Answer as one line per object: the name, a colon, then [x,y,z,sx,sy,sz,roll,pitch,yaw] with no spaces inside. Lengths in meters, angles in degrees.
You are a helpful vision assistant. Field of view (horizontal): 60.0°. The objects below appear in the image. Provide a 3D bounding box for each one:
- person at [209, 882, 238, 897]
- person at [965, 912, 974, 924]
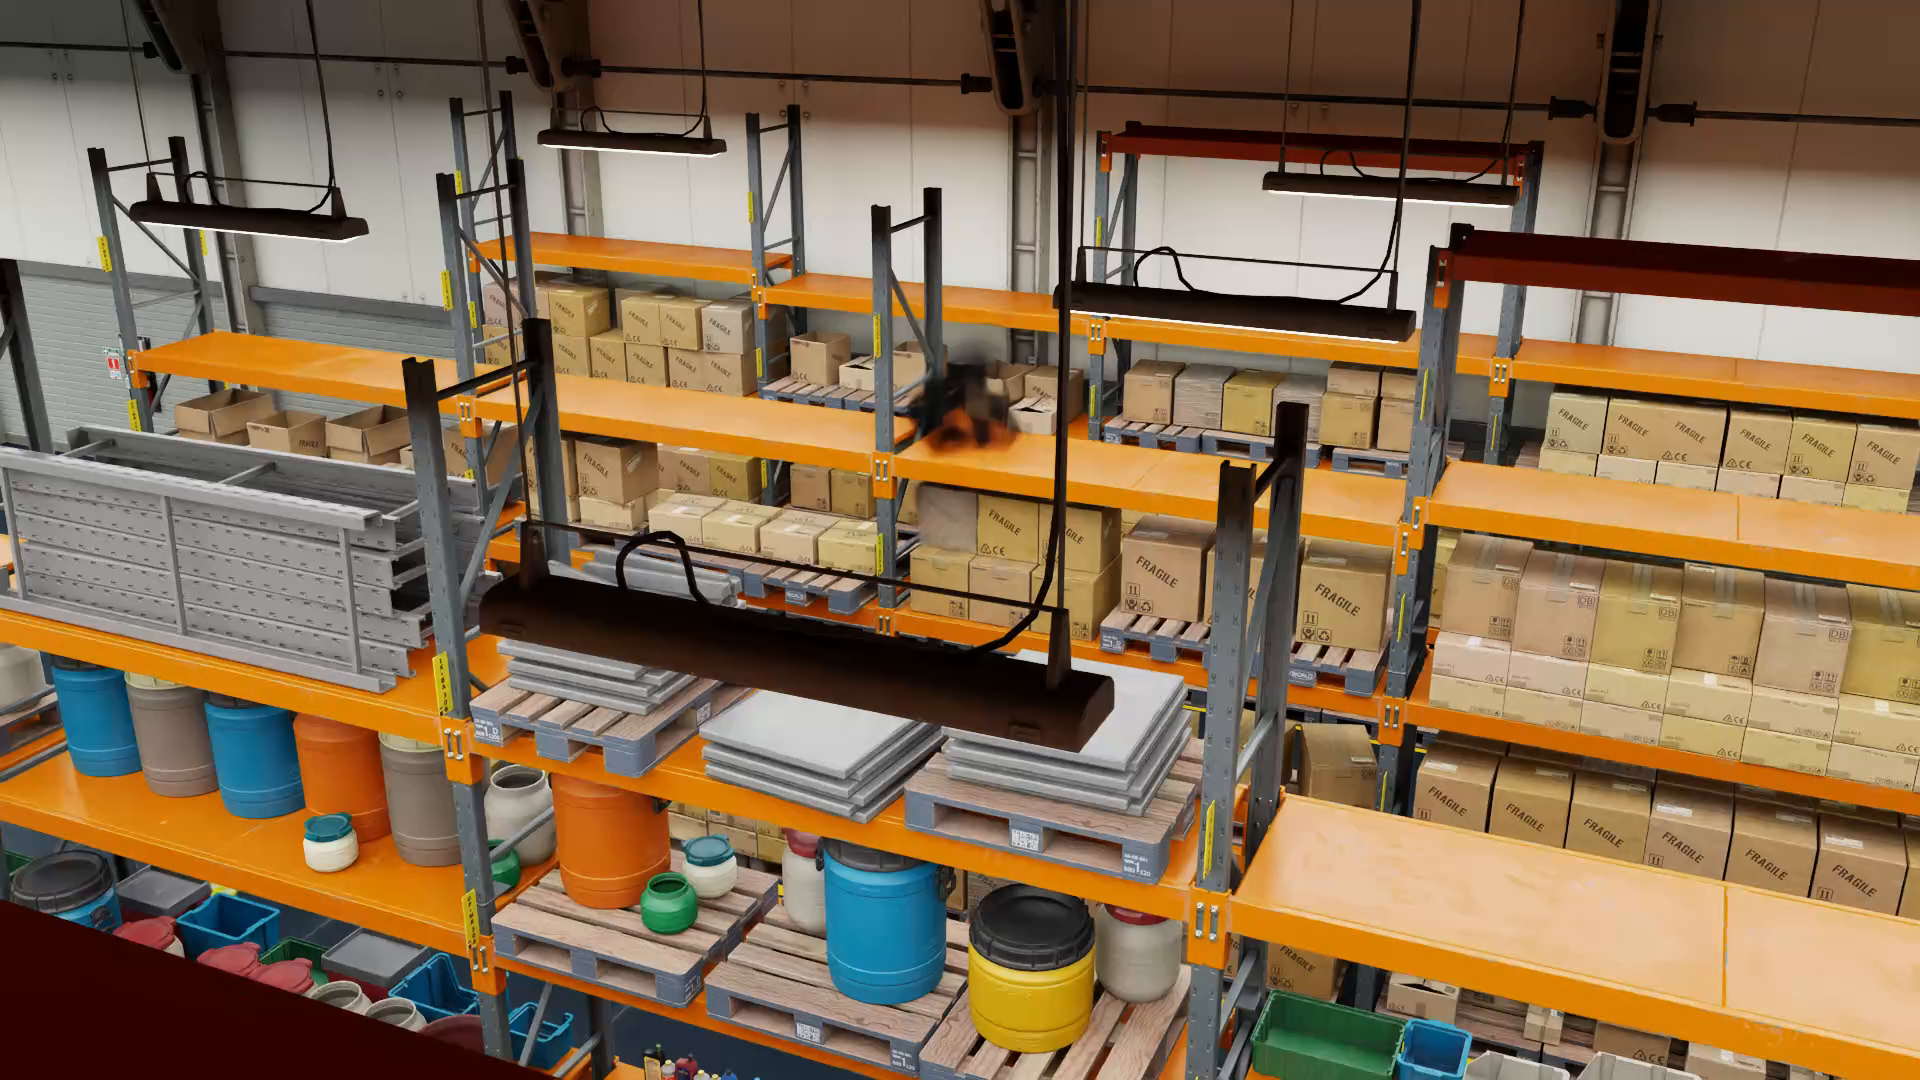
person: [-5.776,2.743,12.939,0.618,1.724,0.718,5,21,13]
person: [0.142,3.302,11.592,0.597,1.615,0.580,2,21,6]
